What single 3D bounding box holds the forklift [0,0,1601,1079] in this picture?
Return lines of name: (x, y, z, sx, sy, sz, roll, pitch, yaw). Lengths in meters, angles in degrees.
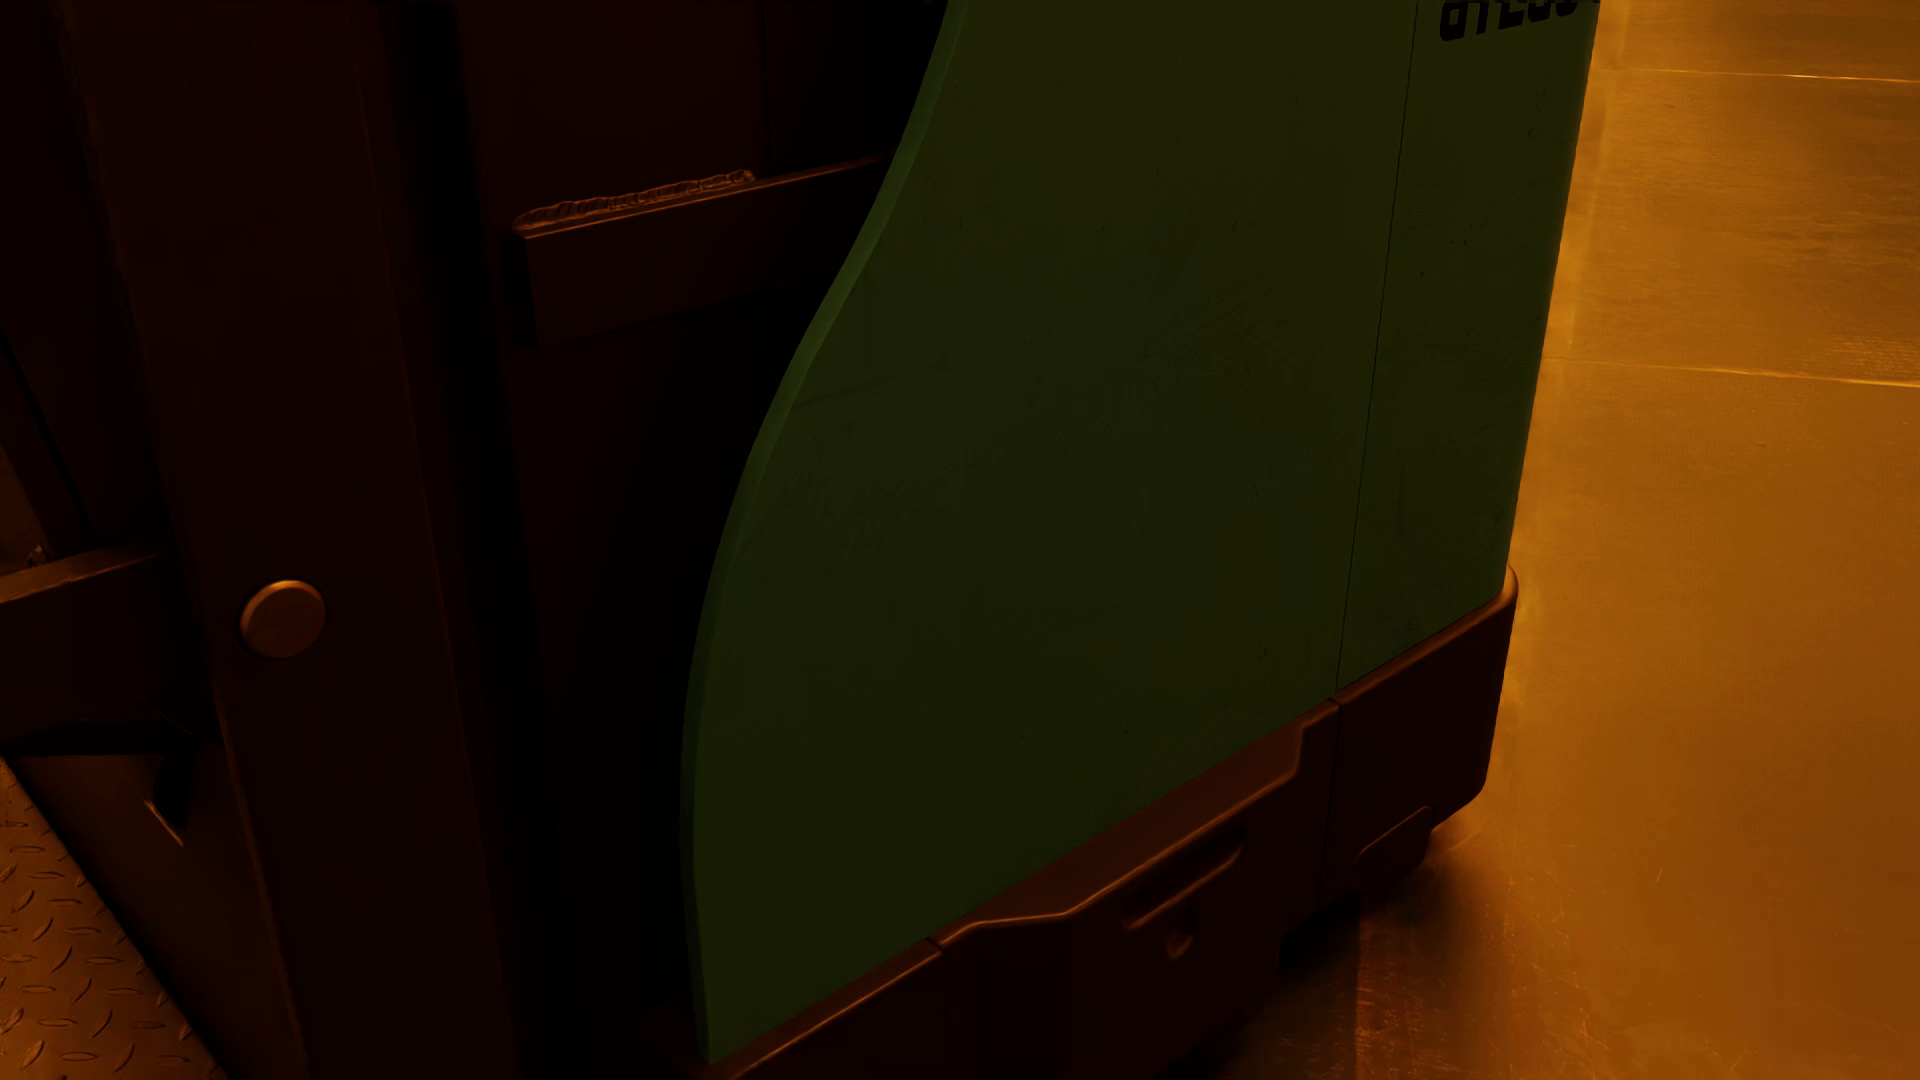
forklift: (-0.846, -0.711, 0.655, 3.031, 2.935, 1.130, -22, 34, -37)
